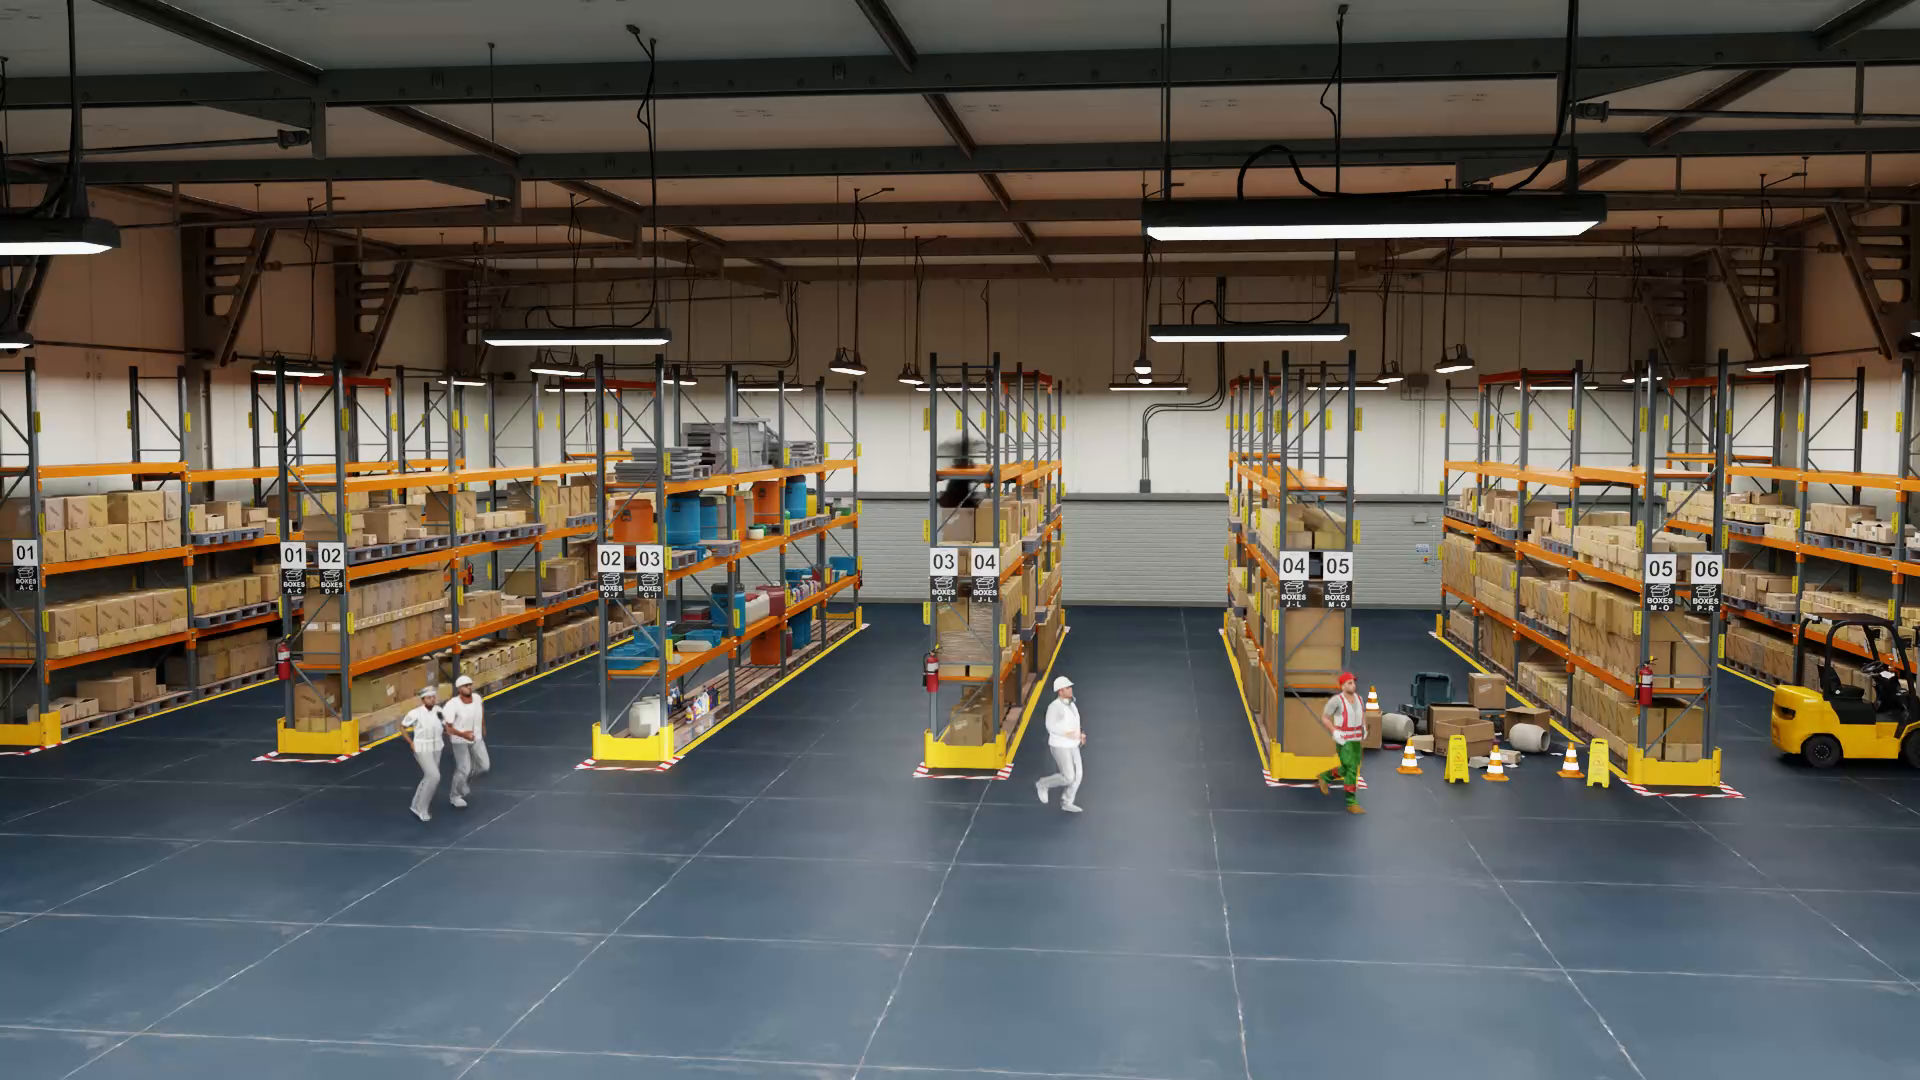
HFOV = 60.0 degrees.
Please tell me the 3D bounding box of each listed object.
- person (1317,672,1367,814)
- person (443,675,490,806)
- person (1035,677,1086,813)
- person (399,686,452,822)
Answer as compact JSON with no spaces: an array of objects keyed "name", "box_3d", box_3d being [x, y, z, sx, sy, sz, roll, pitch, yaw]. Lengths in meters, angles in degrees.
[{"name":"person","box_3d":[4.949,2.577,21.418,0.669,1.781,0.839,-2,5,-31]},{"name":"person","box_3d":[-6.384,2.612,21.650,0.666,1.719,0.734,3,5,38]},{"name":"person","box_3d":[1.316,2.621,21.414,0.658,1.729,0.660,3,5,32]},{"name":"person","box_3d":[-6.689,2.691,20.987,0.698,1.732,0.548,3,5,34]}]
